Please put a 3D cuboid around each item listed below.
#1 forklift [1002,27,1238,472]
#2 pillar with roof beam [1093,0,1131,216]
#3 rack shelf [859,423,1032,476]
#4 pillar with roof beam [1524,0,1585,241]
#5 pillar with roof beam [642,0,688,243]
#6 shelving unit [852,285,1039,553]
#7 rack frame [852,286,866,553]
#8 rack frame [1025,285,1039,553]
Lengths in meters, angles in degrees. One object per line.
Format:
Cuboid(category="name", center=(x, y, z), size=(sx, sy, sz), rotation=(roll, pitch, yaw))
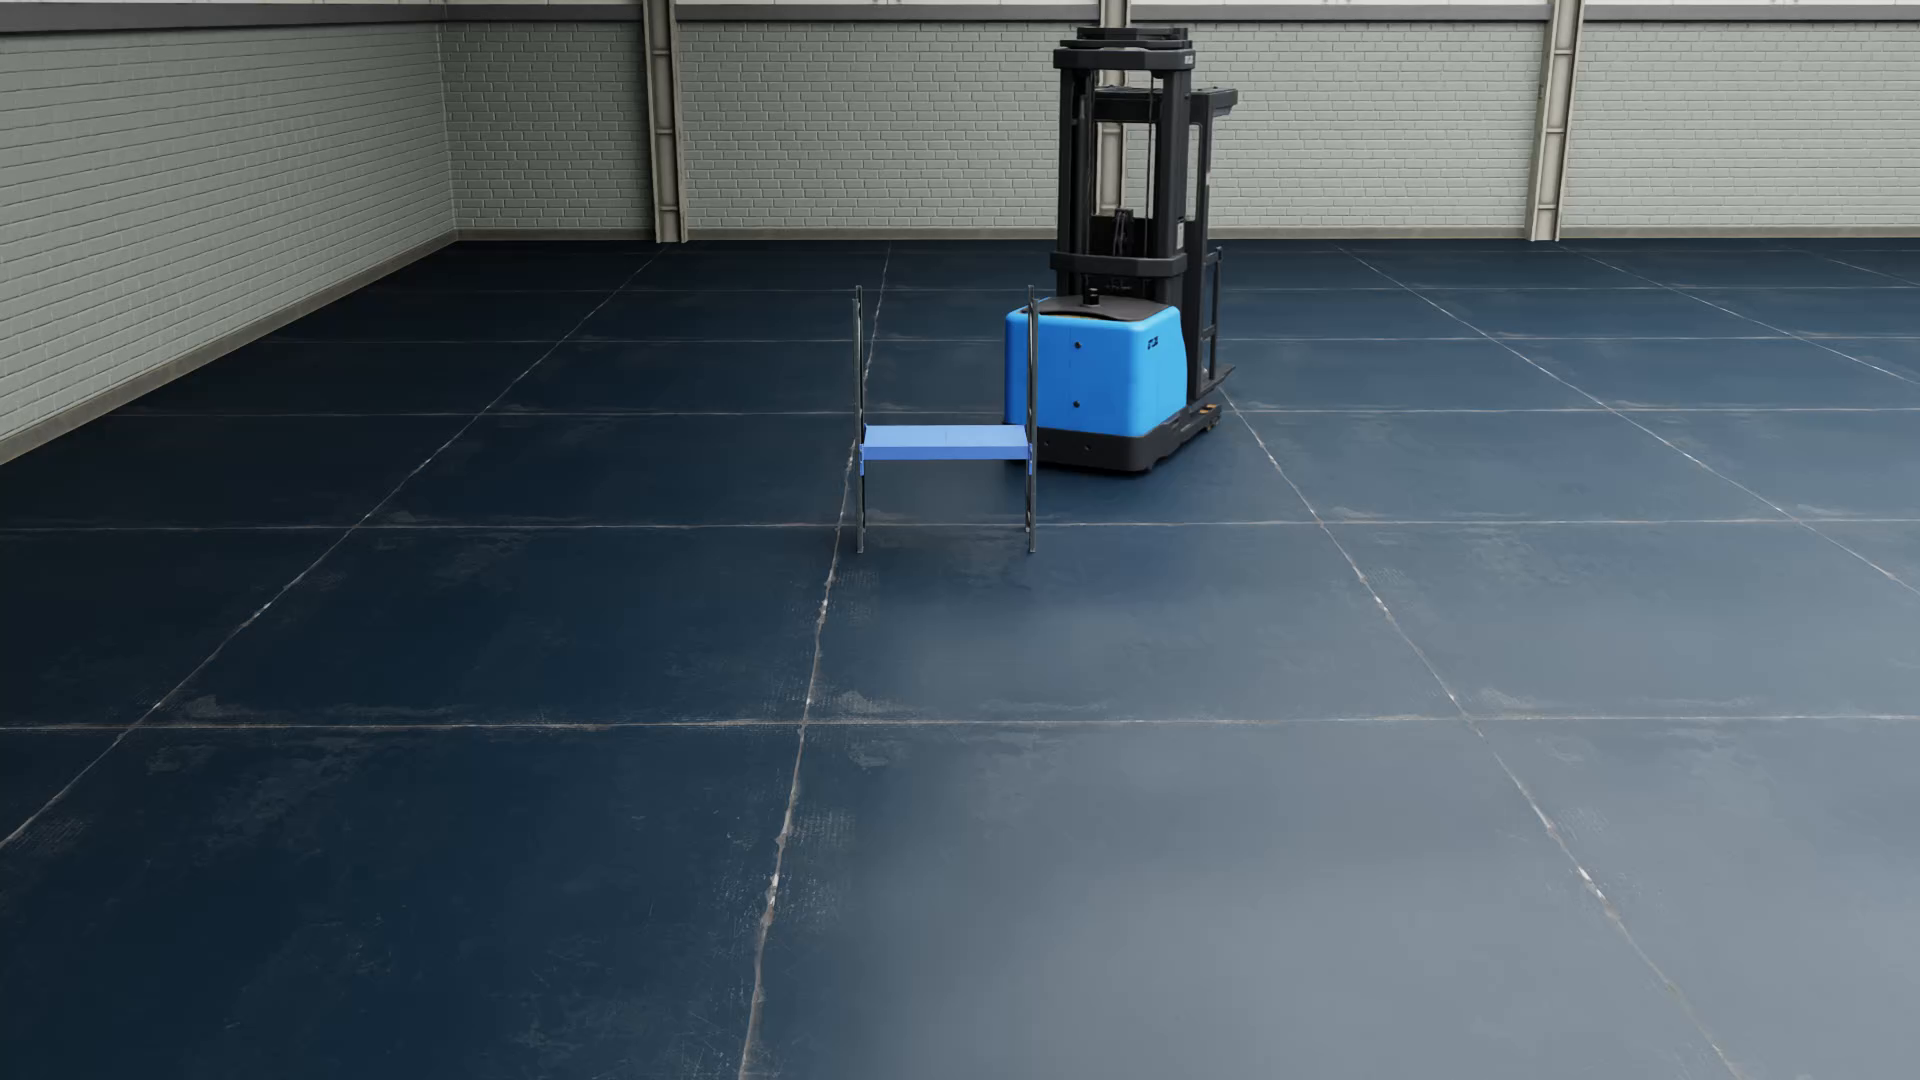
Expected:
Cuboid(category="forklift", center=(1.365, -2.267, 12.318), size=(1.130, 2.935, 3.031), rotation=(8, 19, 23))
Cuboid(category="pillar with roof beam", center=(2.113, -7.103, 17.458), size=(0.400, 9.000, 9.100), rotation=(0, 18, -1))
Cuboid(category="rack shelf", center=(-0.085, -0.542, 9.872), size=(1.000, 0.185, 0.538), rotation=(0, 18, -1))
Cuboid(category="pillar with roof beam", center=(8.112, -7.132, 17.548), size=(0.400, 9.000, 9.100), rotation=(0, 18, -1))
Cuboid(category="pillar with roof beam", center=(-3.887, -7.074, 17.368), size=(0.400, 9.000, 9.100), rotation=(0, 18, -1))
Cuboid(category="shelving unit", center=(-0.085, -0.714, 9.817), size=(1.048, 1.500, 0.538), rotation=(0, 18, -1))
Cuboid(category="rack frame", center=(-0.594, -0.711, 9.810), size=(0.032, 1.500, 0.500), rotation=(0, 18, -1))
Cuboid(category="rack frame", center=(0.423, -0.716, 9.825), size=(0.032, 1.500, 0.500), rotation=(0, 18, -1))
